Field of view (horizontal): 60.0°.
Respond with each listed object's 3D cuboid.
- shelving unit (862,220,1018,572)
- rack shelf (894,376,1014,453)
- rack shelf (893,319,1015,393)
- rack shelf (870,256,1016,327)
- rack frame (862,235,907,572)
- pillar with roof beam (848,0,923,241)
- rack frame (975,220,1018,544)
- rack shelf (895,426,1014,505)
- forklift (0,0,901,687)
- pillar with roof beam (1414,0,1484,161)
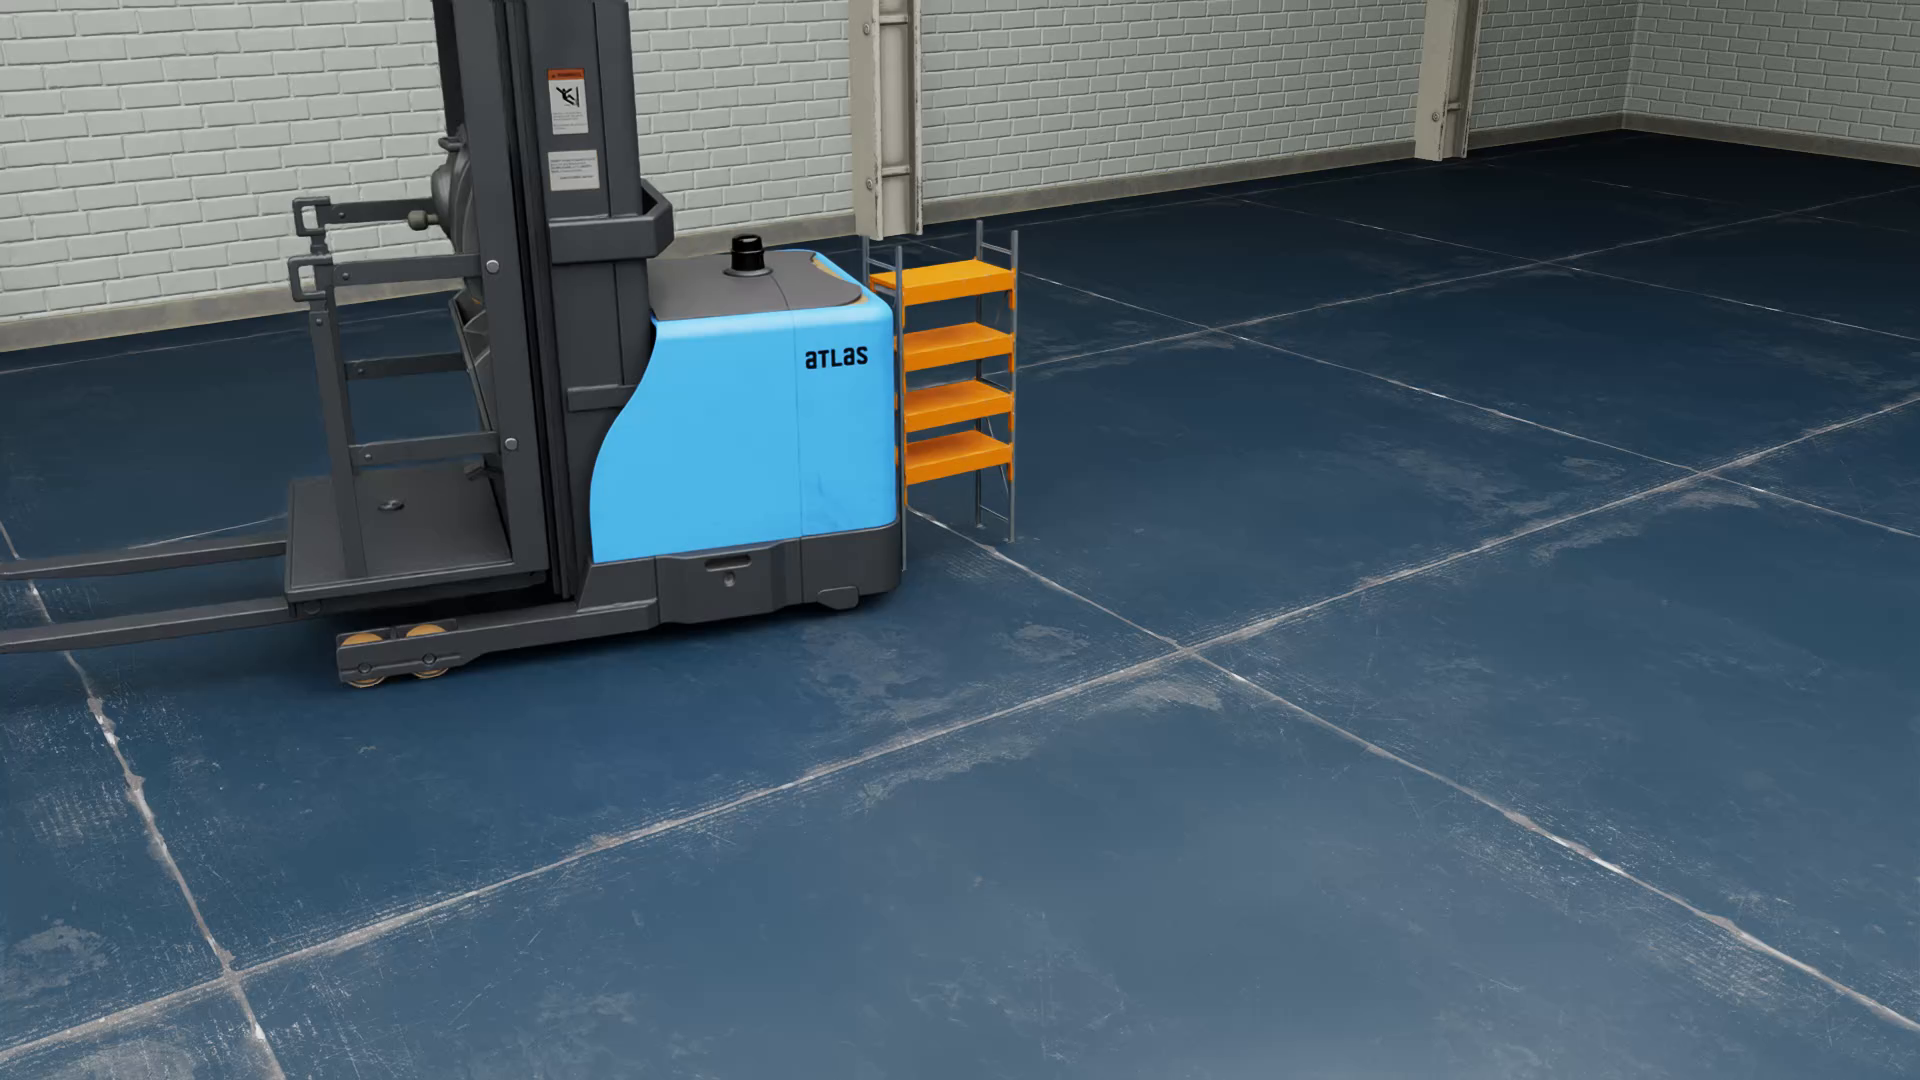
[{"bbox_3d":[-0.068,-0.528,6.100,0.503,1.200,0.258,-14,26,-31],"label":"shelving unit"},{"bbox_3d":[-0.068,-0.465,6.125,0.480,0.148,0.258,-14,26,-31],"label":"rack shelf"},{"bbox_3d":[-0.068,-0.673,6.042,0.480,0.148,0.258,-14,26,-31],"label":"rack shelf"},{"bbox_3d":[-0.068,-0.893,5.954,0.480,0.148,0.258,-14,26,-31],"label":"rack shelf"},{"bbox_3d":[-0.270,-0.477,5.972,0.015,1.200,0.240,-14,26,-31],"label":"rack frame"},{"bbox_3d":[2.003,-5.071,6.962,0.400,9.000,9.100,-15,26,-33],"label":"pillar with roof beam"},{"bbox_3d":[0.133,-0.578,6.227,0.015,1.200,0.240,-14,26,-31],"label":"rack frame"},{"bbox_3d":[-0.068,-0.281,6.198,0.480,0.148,0.258,-14,26,-31],"label":"rack shelf"},{"bbox_3d":[-1.780,-1.118,5.244,3.031,2.935,1.130,-8,23,-18],"label":"forklift"},{"bbox_3d":[6.873,-6.369,10.217,0.400,9.000,9.100,-15,26,-33],"label":"pillar with roof beam"}]
